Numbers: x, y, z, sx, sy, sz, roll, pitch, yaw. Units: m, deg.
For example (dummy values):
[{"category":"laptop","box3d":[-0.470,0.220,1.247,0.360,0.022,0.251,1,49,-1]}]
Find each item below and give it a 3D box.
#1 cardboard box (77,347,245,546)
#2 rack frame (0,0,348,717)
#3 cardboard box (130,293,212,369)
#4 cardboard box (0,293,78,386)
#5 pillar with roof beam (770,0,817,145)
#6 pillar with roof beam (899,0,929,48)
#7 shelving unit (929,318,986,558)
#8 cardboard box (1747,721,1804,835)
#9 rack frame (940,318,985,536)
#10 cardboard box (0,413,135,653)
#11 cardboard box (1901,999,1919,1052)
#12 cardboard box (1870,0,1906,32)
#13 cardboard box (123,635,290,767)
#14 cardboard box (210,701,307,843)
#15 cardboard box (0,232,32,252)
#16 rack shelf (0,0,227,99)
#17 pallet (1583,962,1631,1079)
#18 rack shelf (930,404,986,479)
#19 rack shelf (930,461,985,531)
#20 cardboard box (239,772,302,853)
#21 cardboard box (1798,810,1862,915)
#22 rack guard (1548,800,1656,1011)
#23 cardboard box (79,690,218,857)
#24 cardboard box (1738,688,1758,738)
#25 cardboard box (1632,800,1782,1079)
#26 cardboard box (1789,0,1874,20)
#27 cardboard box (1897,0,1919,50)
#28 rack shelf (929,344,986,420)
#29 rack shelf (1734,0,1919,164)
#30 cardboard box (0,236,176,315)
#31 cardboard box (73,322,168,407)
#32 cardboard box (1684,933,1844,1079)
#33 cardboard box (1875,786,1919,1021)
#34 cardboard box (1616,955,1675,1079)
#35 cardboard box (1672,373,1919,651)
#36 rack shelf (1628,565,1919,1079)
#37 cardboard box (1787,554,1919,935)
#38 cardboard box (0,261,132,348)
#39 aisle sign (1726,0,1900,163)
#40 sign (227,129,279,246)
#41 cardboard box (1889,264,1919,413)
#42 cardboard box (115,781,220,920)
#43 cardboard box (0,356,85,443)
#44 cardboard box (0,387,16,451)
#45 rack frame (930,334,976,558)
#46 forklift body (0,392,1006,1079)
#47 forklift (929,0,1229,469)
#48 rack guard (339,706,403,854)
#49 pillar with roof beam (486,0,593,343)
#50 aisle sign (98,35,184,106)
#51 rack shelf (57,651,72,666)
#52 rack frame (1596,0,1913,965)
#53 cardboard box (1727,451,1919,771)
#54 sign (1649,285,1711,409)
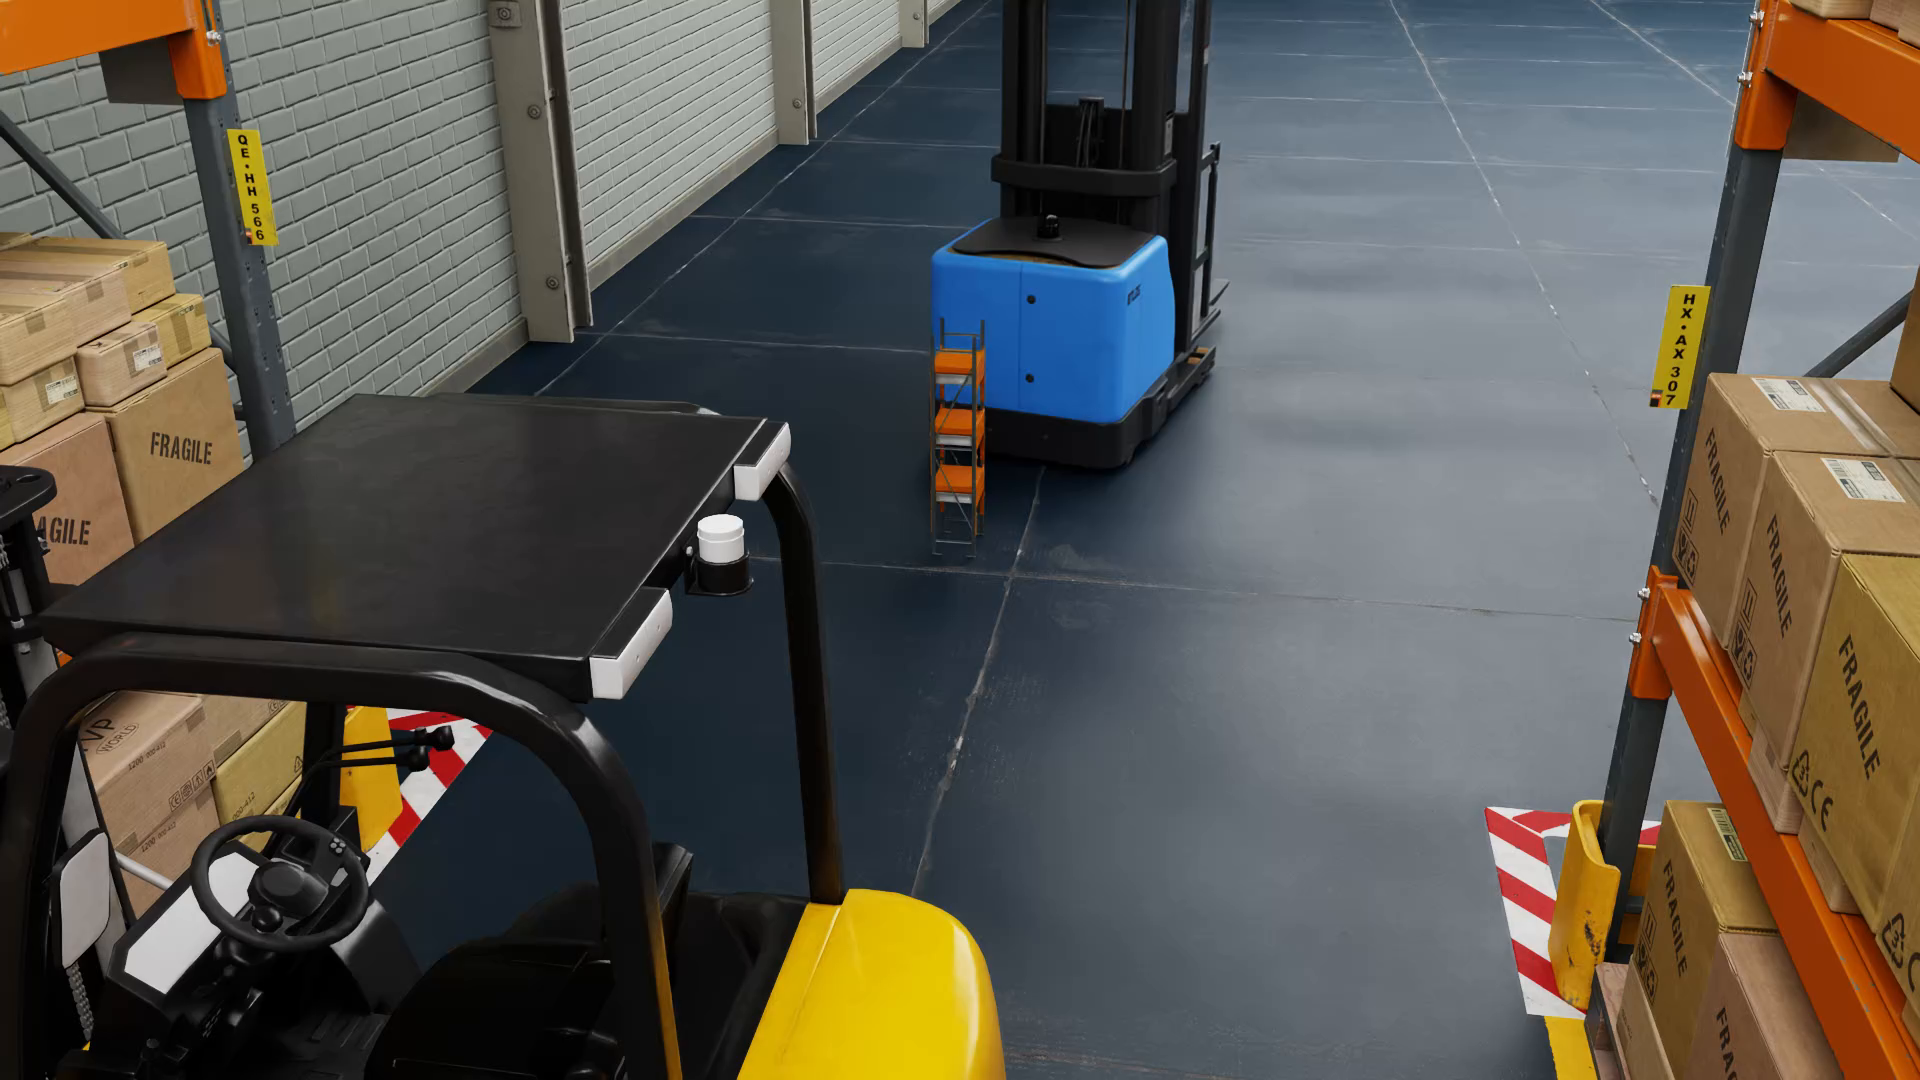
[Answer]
[{"category":"cardboard box","box3d":[-2.348,-0.223,4.571,0.500,0.500,0.500,3,25,7]},{"category":"rack frame","box3d":[-2.526,-0.402,5.070,1.000,3.000,0.127,4,25,9]},{"category":"cardboard box","box3d":[-2.307,-0.577,4.560,0.380,0.149,0.250,4,25,9]},{"category":"cardboard box","box3d":[-2.403,-0.495,4.035,0.380,0.149,0.250,5,25,10]},{"category":"pillar with roof beam","box3d":[2.679,-7.611,13.395,9.100,9.000,0.400,4,25,9]},{"category":"pillar with roof beam","box3d":[3.660,-10.120,18.756,9.100,9.000,0.400,4,25,9]},{"category":"shelving unit","box3d":[-0.009,-0.453,7.480,0.215,1.050,0.252,4,25,9]},{"category":"cardboard box","box3d":[1.874,0.497,3.447,0.380,0.149,0.250,4,25,9]},{"category":"rack frame","box3d":[0.011,-0.504,7.589,0.200,1.050,0.008,4,25,9]},{"category":"cardboard box","box3d":[-2.442,-0.007,4.108,0.500,0.500,0.500,5,26,10]},{"category":"cardboard box","box3d":[1.809,0.830,2.734,0.380,0.149,0.250,3,25,7]},{"category":"cardboard box","box3d":[2.042,-1.072,3.260,0.380,0.149,0.250,3,25,7]},{"category":"cardboard box","box3d":[-2.294,0.415,4.895,0.500,0.250,0.500,5,26,10]},{"category":"cardboard box","box3d":[-2.297,0.652,4.977,0.500,0.250,0.500,4,25,8]},{"category":"cardboard box","box3d":[-2.792,-0.750,4.580,0.380,0.149,0.250,4,25,8]},{"category":"rack shelf","box3d":[-2.853,-0.598,2.800,1.077,0.370,4.000,4,25,9]},{"category":"pallet","box3d":[2.191,1.572,4.142,1.003,0.211,1.213,4,25,9]},{"category":"rack shelf","box3d":[-0.009,-0.444,7.484,0.215,0.259,0.240,4,25,9]},{"category":"rack shelf","box3d":[-0.009,-0.192,7.602,0.215,0.259,0.240,4,25,9]},{"category":"cardboard box","box3d":[-2.291,0.872,5.098,0.500,0.250,0.500,4,25,9]},{"category":"cardboard box","box3d":[1.865,0.607,3.211,0.380,0.149,0.250,5,25,10]},{"category":"rack guard","box3d":[2.359,1.104,4.801,1.175,0.500,0.348,4,25,9]},{"category":"cardboard box","box3d":[-2.372,0.629,4.438,0.500,0.250,0.500,4,25,9]},{"category":"cardboard box","box3d":[1.961,0.394,3.667,0.380,0.149,0.250,3,25,7]},{"category":"cardboard box","box3d":[1.963,0.984,3.973,0.500,0.500,0.500,3,25,7]},{"category":"cardboard box","box3d":[1.997,-1.188,3.508,0.380,0.149,0.250,4,25,9]},{"category":"cardboard box","box3d":[1.965,-0.964,3.029,0.380,0.149,0.250,5,25,10]},{"category":"rack shelf","box3d":[-0.009,-0.701,7.364,0.215,0.259,0.240,4,25,9]},{"category":"rack shelf","box3d":[2.044,-0.256,2.069,1.077,0.370,4.000,4,25,9]},{"category":"cardboard box","box3d":[-2.377,-0.711,4.497,0.380,0.149,0.250,4,25,9]},{"category":"cardboard box","box3d":[-2.319,-0.468,4.328,0.380,0.149,0.250,4,25,9]},{"category":"cardboard box","box3d":[1.882,1.203,3.505,0.500,0.500,0.500,3,25,7]},{"category":"cardboard box","box3d":[1.782,0.583,2.498,0.500,0.500,0.500,4,25,7]},{"category":"cardboard box","box3d":[1.967,1.314,4.153,0.500,0.250,0.500,4,25,8]},{"category":"cardboard box","box3d":[2.020,-0.061,3.873,0.500,0.500,0.500,4,25,8]},{"category":"rack shelf","box3d":[2.044,1.103,2.705,1.077,0.370,4.000,4,25,9]},{"category":"cardboard box","box3d":[1.857,0.369,2.954,0.500,0.500,0.500,4,25,7]},{"category":"cardboard box","box3d":[-2.387,-0.606,4.272,0.380,0.149,0.250,4,25,9]},{"category":"aisle sign","box3d":[2.076,-1.284,3.889,0.394,0.787,0.004,4,25,9]},{"category":"sign","box3d":[-1.993,-0.990,4.682,0.100,0.325,0.005,4,25,9]},{"category":"cardboard box","box3d":[2.503,-0.464,3.554,0.700,0.500,0.500,3,25,7]},{"category":"cardboard box","box3d":[-2.390,0.861,4.531,0.500,0.250,0.500,4,25,8]},{"category":"cardboard box","box3d":[-2.422,-0.363,4.105,0.380,0.149,0.250,4,25,10]},{"category":"cardboard box","box3d":[-2.474,-0.261,3.885,0.380,0.149,0.250,4,25,8]},{"category":"rack frame","box3d":[-0.029,-0.402,7.371,0.200,1.050,0.008,4,25,9]},{"category":"forklift body","box3d":[-1.036,0.902,3.286,2.313,2.155,1.214,4,25,9]},{"category":"forklift","box3d":[0.866,-2.283,9.169,1.130,2.935,3.031,10,27,20]},{"category":"rack guard","box3d":[-2.522,0.720,5.622,1.175,0.500,0.348,4,25,9]},{"category":"pillar with roof beam","box3d":[1.698,-5.101,8.034,9.100,9.000,0.400,4,25,9]},{"category":"aisle sign","box3d":[-2.226,-1.586,4.535,0.394,0.787,0.004,4,25,9]},{"category":"rack shelf","box3d":[-2.853,0.760,3.436,1.077,0.370,4.000,4,25,9]},{"category":"rack frame","box3d":[2.371,-0.060,4.339,1.000,3.000,0.127,4,25,9]},{"category":"cardboard box","box3d":[1.939,0.156,3.409,0.500,0.500,0.500,5,26,10]},{"category":"sign","box3d":[1.836,-0.489,4.236,0.100,0.325,0.005,4,25,9]}]
